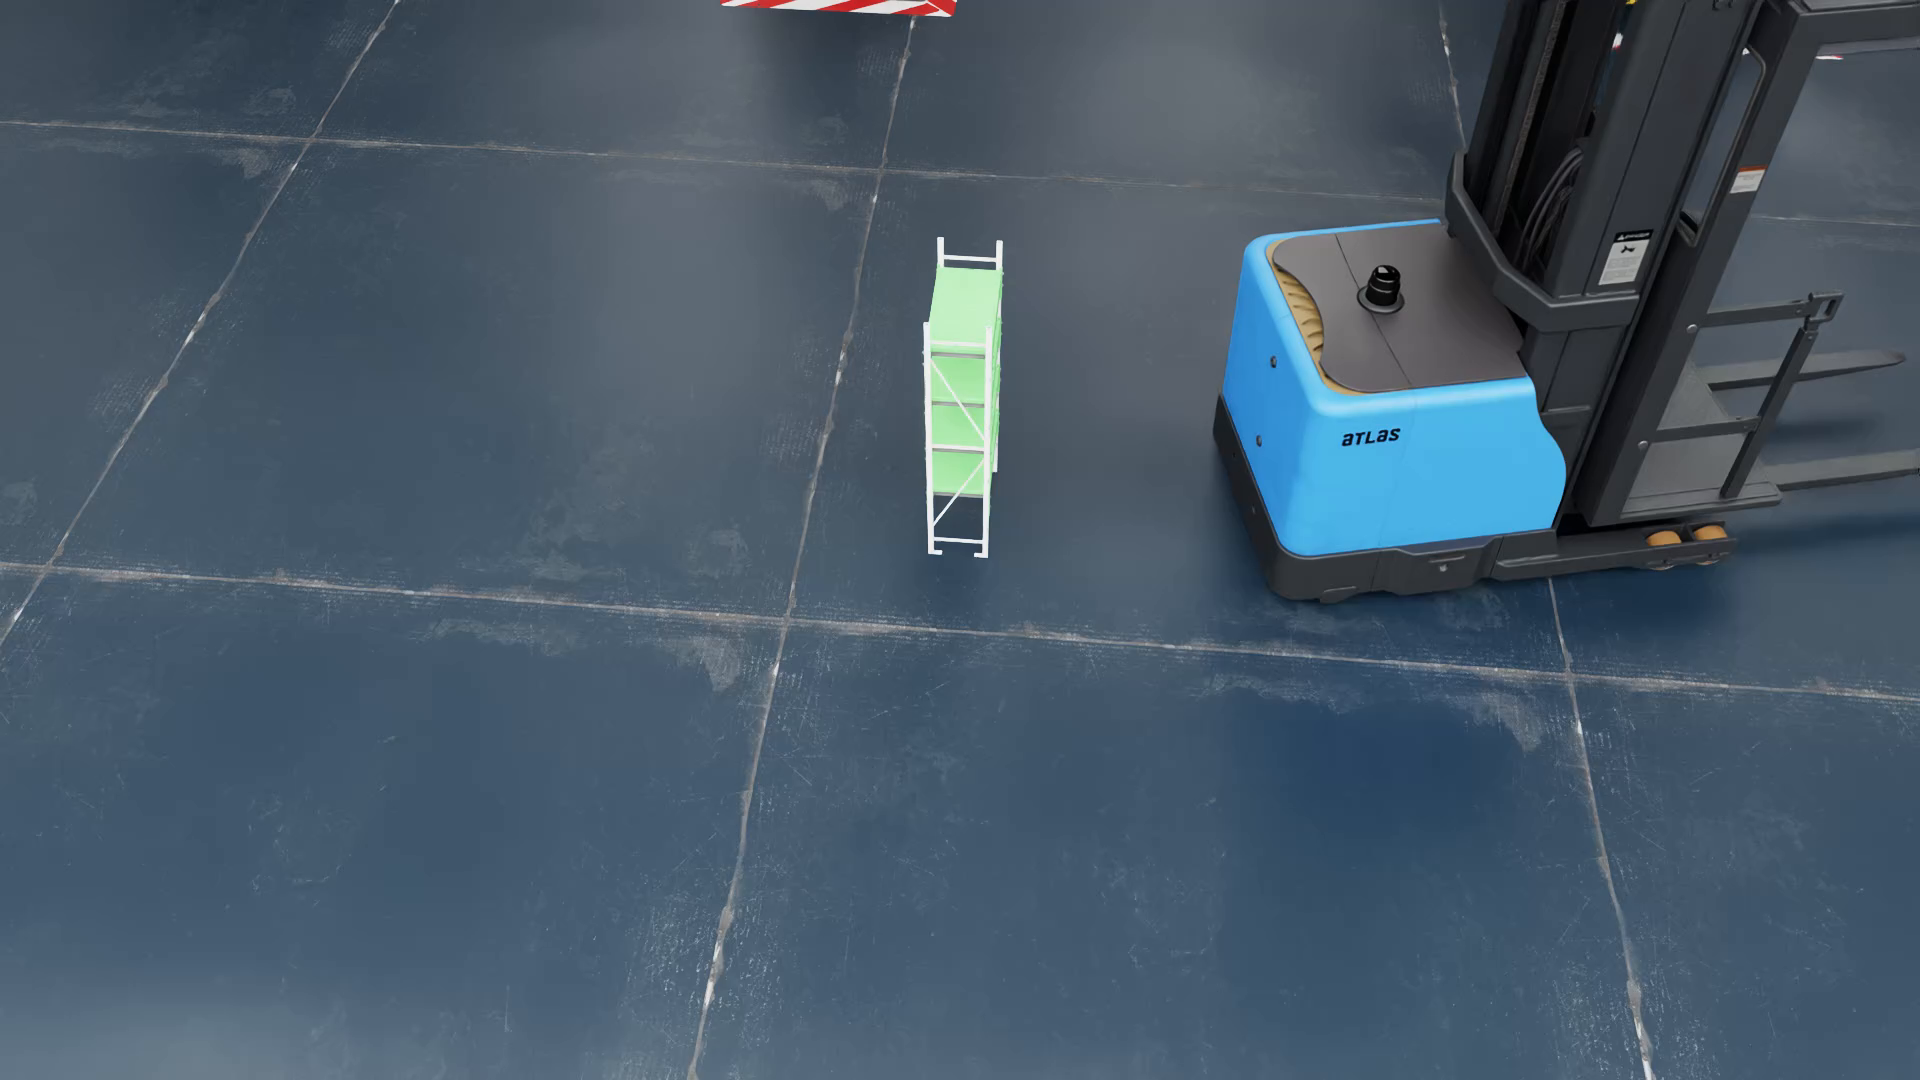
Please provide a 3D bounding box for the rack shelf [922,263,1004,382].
[{"bbox_3d":[0.015,-0.807,6.137,0.258,0.148,0.480,4,48,4],"label":"rack shelf"}]

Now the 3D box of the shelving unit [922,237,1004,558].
[{"bbox_3d":[0.015,-0.527,6.444,0.258,1.200,0.503,4,48,4],"label":"shelving unit"}]

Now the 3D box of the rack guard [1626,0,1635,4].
[{"bbox_3d":[4.276,-3.359,9.510,1.175,0.500,0.348,4,48,4],"label":"rack guard"}]

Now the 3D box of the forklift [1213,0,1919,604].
[{"bbox_3d":[2.641,-1.249,5.932,3.031,2.935,1.130,-7,48,-6],"label":"forklift"}]

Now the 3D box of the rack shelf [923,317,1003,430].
[{"bbox_3d":[0.015,-0.645,6.314,0.258,0.148,0.480,4,48,4],"label":"rack shelf"}]

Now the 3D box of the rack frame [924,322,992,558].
[{"bbox_3d":[-0.007,-0.347,6.280,0.240,1.200,0.015,4,48,4],"label":"rack frame"}]

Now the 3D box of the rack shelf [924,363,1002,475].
[{"bbox_3d":[0.015,-0.483,6.492,0.258,0.148,0.480,4,48,4],"label":"rack shelf"}]

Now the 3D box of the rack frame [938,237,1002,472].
[{"bbox_3d":[0.037,-0.706,6.608,0.240,1.200,0.015,4,48,4],"label":"rack frame"}]

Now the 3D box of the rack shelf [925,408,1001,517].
[{"bbox_3d":[0.015,-0.321,6.669,0.258,0.148,0.480,4,48,4],"label":"rack shelf"}]
